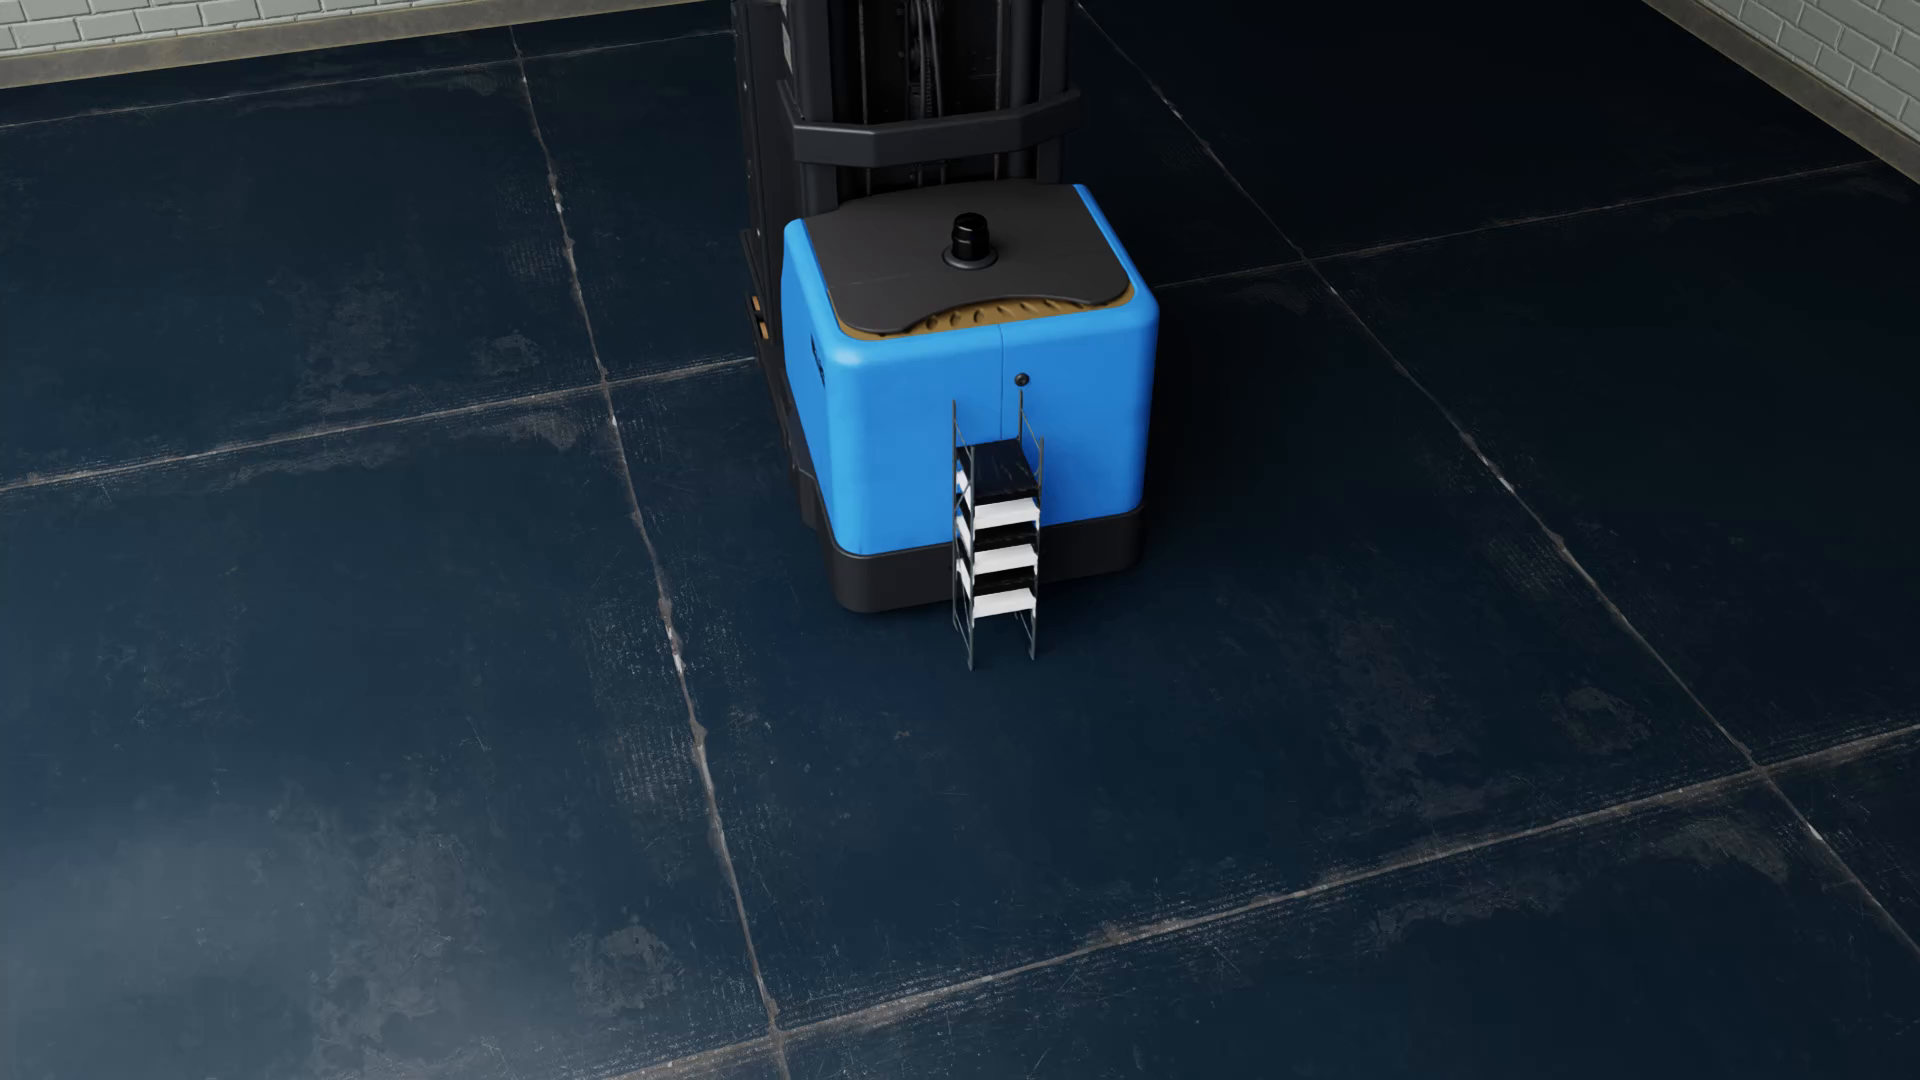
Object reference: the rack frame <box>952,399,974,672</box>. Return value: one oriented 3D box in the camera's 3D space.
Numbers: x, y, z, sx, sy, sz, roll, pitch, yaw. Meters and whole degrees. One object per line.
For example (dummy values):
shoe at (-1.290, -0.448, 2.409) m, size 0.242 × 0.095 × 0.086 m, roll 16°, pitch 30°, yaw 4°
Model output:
rack frame at (0.009, 0.004, 5.061) m, size 0.006 × 0.900 × 0.240 m, roll -9°, pitch 42°, yaw -10°

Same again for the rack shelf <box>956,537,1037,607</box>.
rack shelf at (0.107, 0.080, 5.161) m, size 0.200 × 0.077 × 0.258 m, roll -9°, pitch 42°, yaw -10°

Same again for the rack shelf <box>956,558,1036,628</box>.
rack shelf at (0.107, 0.148, 5.220) m, size 0.200 × 0.077 × 0.258 m, roll -9°, pitch 42°, yaw -10°

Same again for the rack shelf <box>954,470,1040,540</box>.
rack shelf at (0.107, -0.122, 4.982) m, size 0.200 × 0.077 × 0.258 m, roll -9°, pitch 42°, yaw -10°

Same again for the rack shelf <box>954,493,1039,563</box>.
rack shelf at (0.107, -0.055, 5.042) m, size 0.200 × 0.077 × 0.258 m, roll -9°, pitch 42°, yaw -10°

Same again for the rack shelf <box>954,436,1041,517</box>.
rack shelf at (0.107, -0.190, 4.923) m, size 0.200 × 0.077 × 0.258 m, roll -9°, pitch 42°, yaw -10°

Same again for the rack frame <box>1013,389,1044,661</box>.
rack frame at (0.206, -0.028, 5.098) m, size 0.006 × 0.900 × 0.240 m, roll -9°, pitch 42°, yaw -10°

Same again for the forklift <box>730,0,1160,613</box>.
forklift at (-0.238, -1.848, 5.638) m, size 1.130 × 2.935 × 3.031 m, roll -9°, pitch 42°, yaw -10°

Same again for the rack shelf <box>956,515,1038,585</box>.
rack shelf at (0.107, 0.013, 5.101) m, size 0.200 × 0.077 × 0.258 m, roll -9°, pitch 42°, yaw -10°

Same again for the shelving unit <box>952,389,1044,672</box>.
shelving unit at (0.107, -0.012, 5.079) m, size 0.210 × 0.900 × 0.258 m, roll -9°, pitch 42°, yaw -10°
